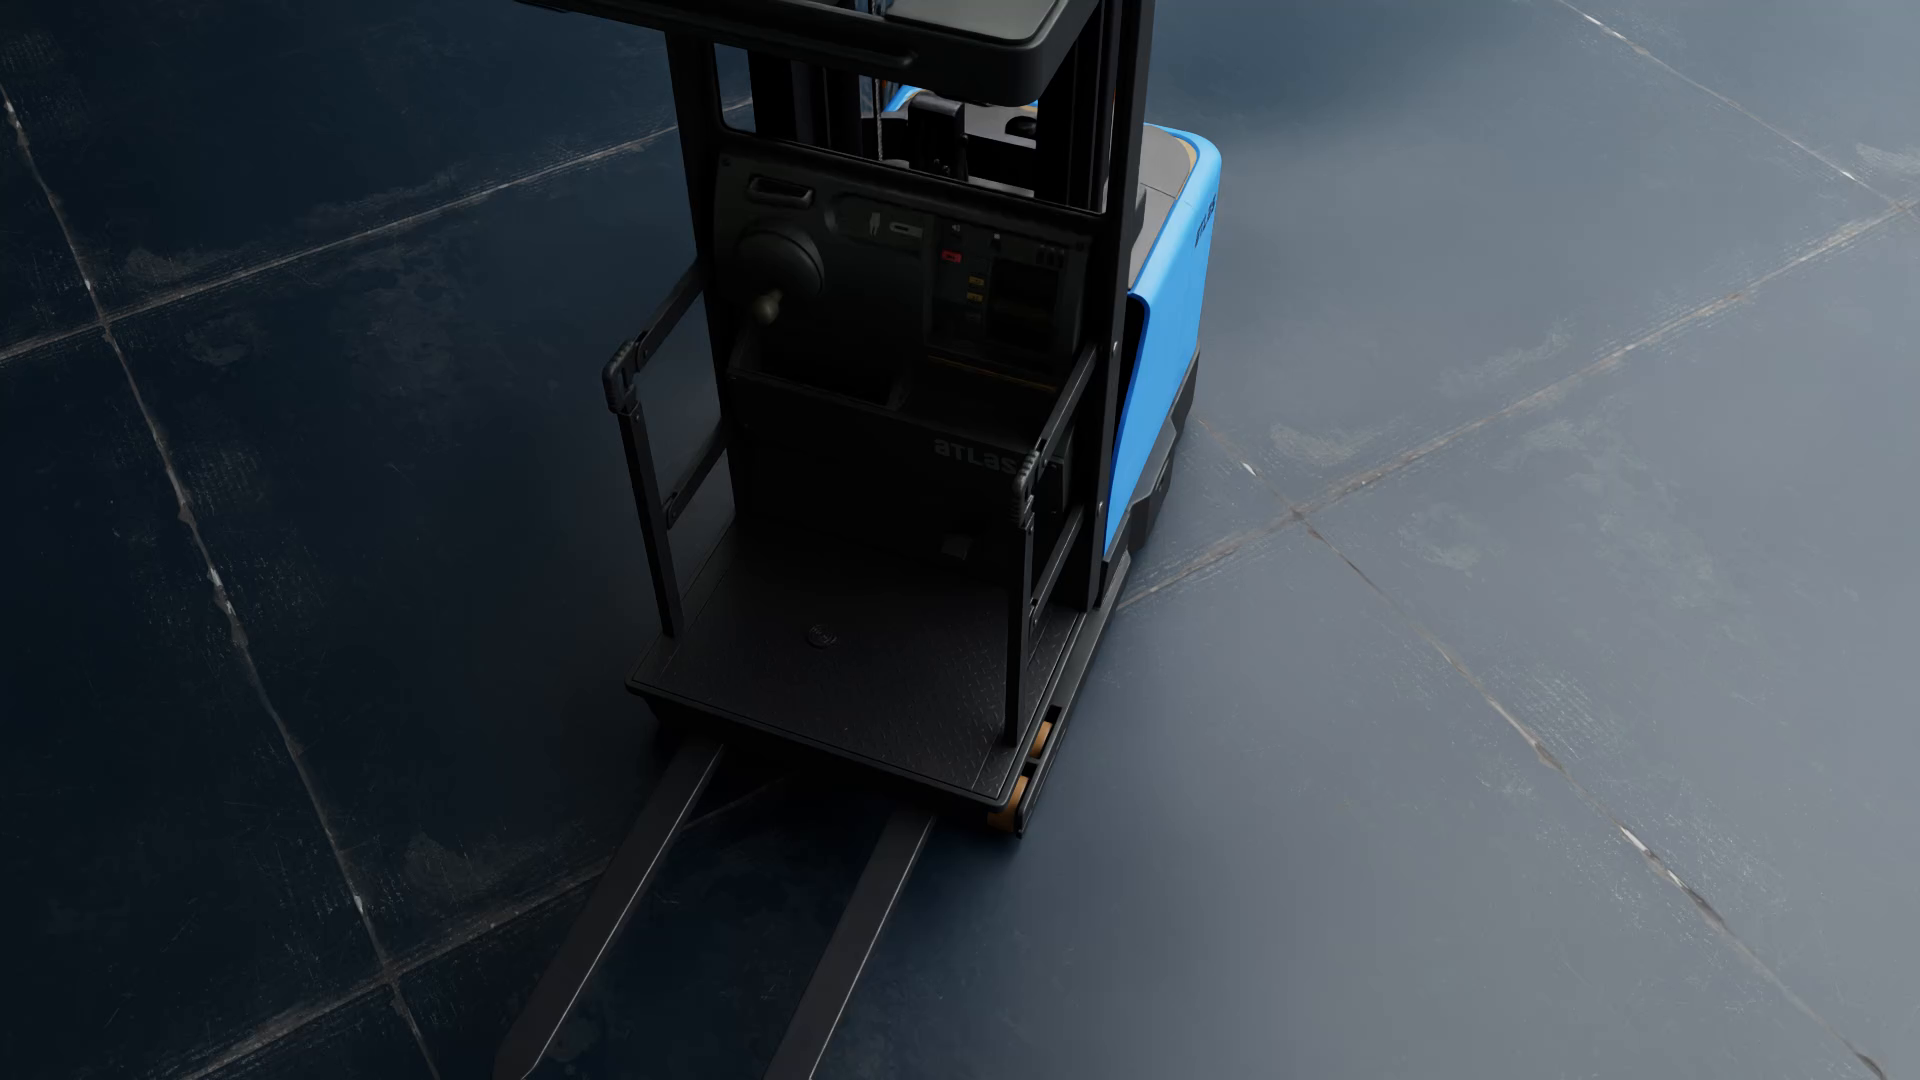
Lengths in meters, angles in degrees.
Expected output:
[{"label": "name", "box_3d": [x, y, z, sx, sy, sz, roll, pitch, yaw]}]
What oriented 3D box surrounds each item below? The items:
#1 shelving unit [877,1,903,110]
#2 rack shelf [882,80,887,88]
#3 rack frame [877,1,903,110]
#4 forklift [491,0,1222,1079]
[{"label": "shelving unit", "box_3d": [0.012, -1.258, 5.559, 0.503, 1.200, 0.258, 11, 47, 9]}, {"label": "rack shelf", "box_3d": [0.017, -1.532, 5.277, 0.480, 0.148, 0.258, 11, 47, 9]}, {"label": "rack frame", "box_3d": [-0.224, -1.302, 5.599, 0.015, 1.200, 0.240, 11, 47, 9]}, {"label": "forklift", "box_3d": [-0.226, -0.541, 3.769, 1.130, 2.935, 3.031, 16, 50, 14]}]
